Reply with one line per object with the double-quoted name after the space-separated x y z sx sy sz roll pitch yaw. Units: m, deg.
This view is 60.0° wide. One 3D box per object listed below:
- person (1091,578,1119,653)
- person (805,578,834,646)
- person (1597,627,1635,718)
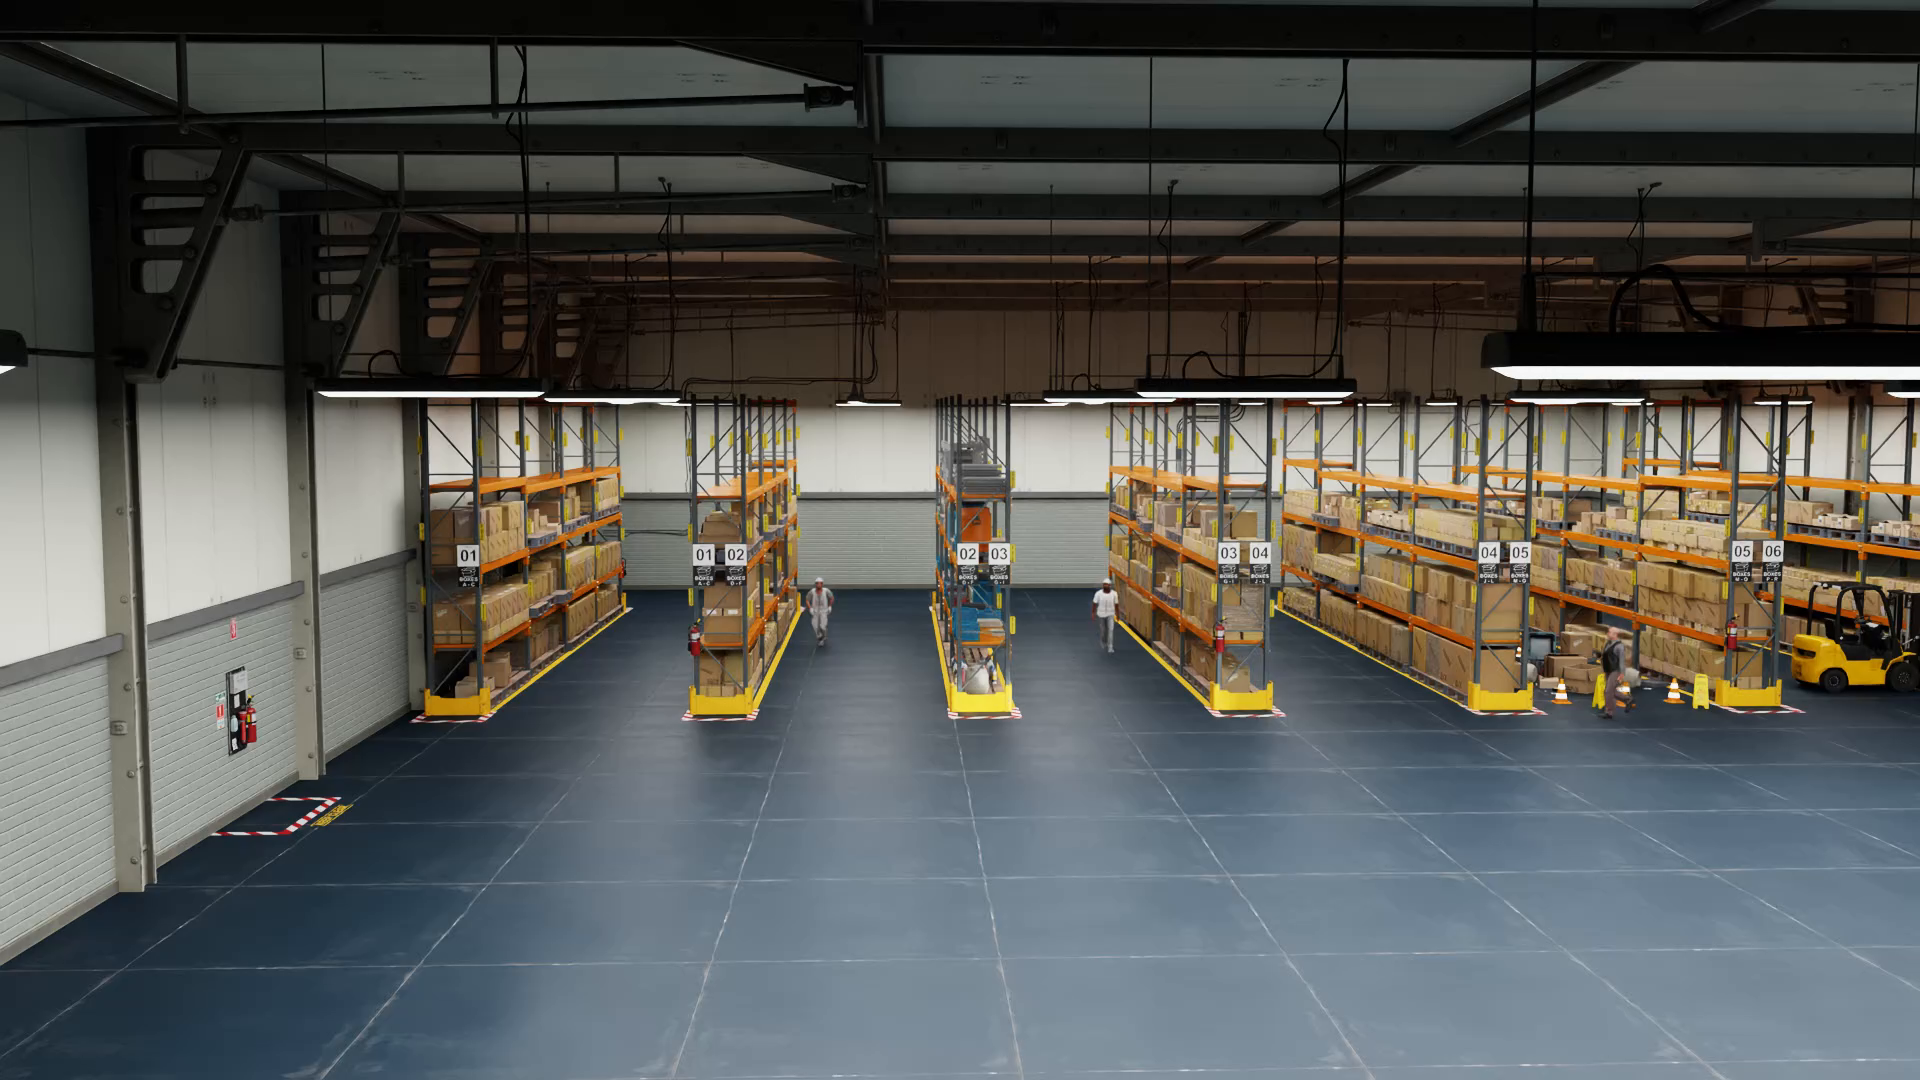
3.420 1.764 39.118 0.659 1.714 1.022 0 5 3 "person"
-3.386 1.735 40.044 0.652 1.689 0.612 0 5 6 "person"
12.172 2.447 30.795 0.819 1.695 0.559 -1 5 -9 "person"
